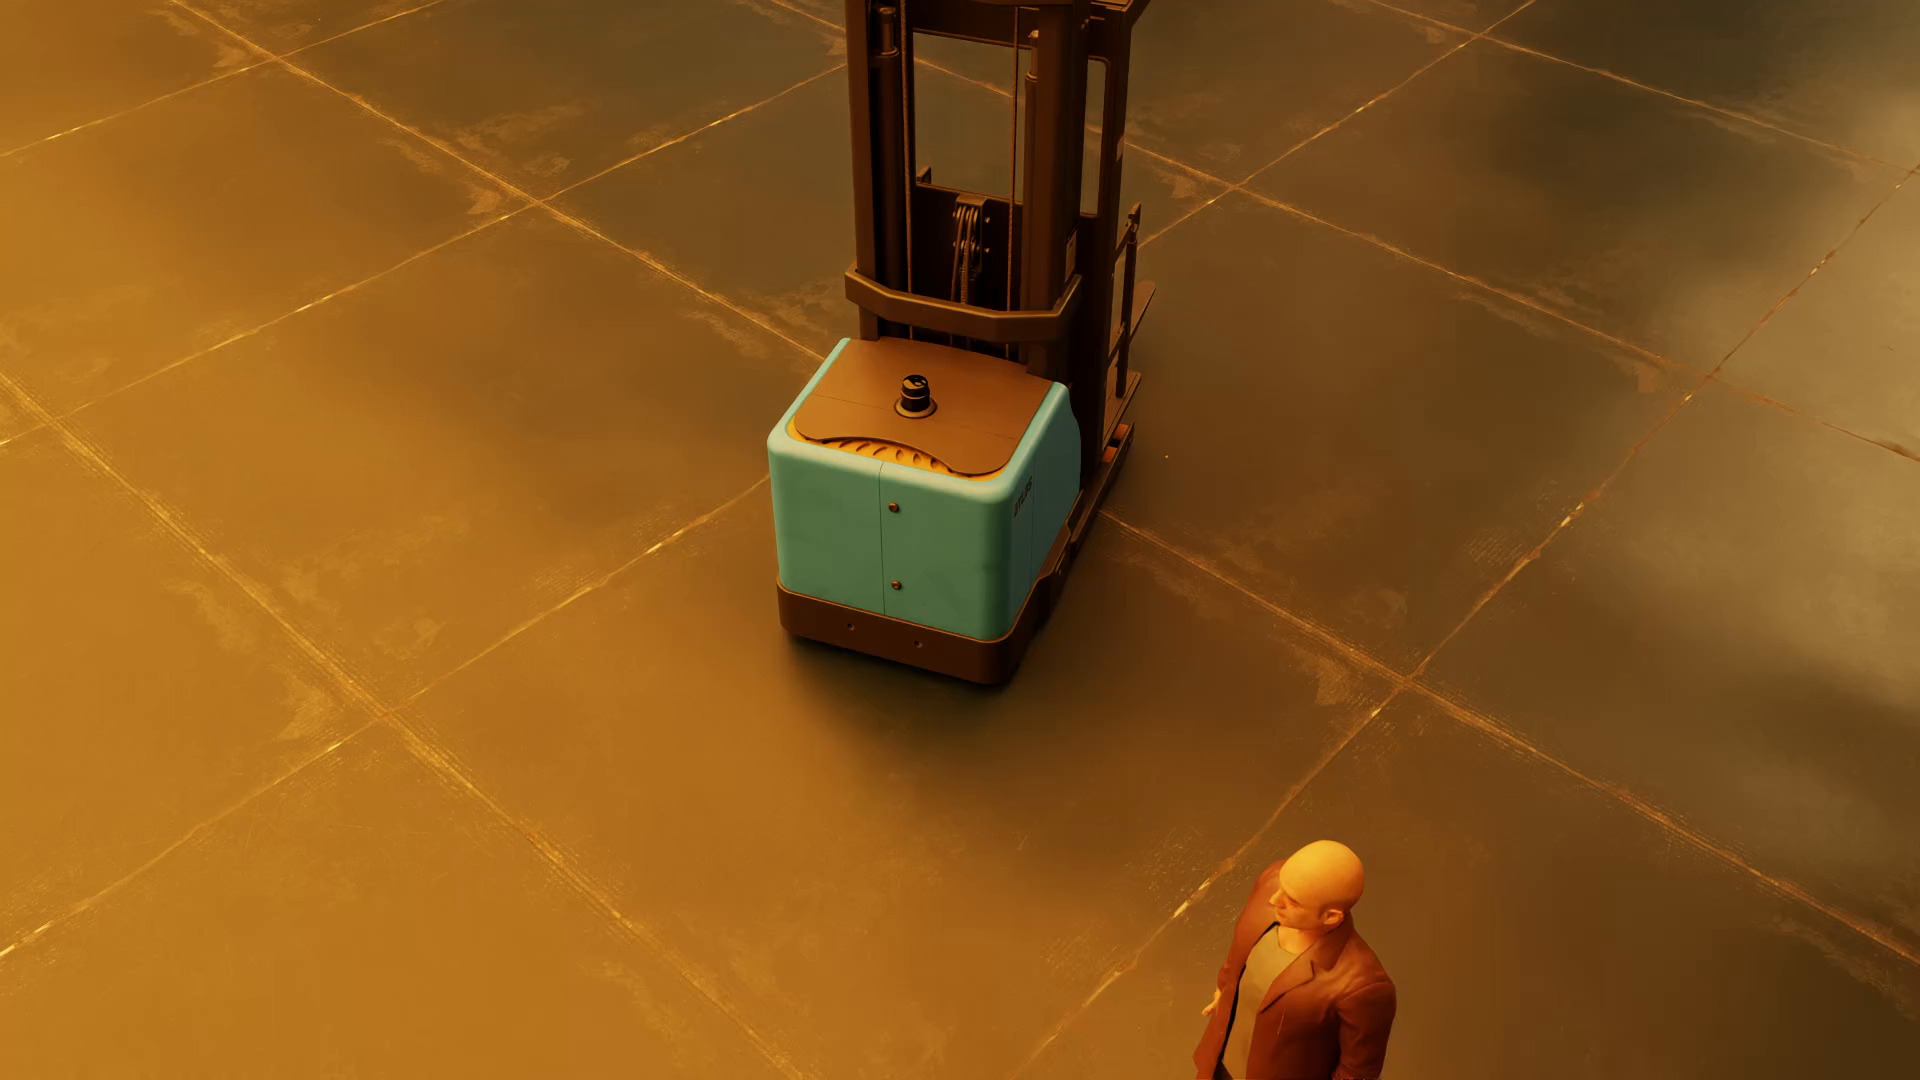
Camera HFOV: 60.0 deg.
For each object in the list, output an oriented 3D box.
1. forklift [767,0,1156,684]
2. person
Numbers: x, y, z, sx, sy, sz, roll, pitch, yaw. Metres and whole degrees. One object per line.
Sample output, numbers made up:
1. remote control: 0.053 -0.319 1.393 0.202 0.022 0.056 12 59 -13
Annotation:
1. forklift: 0.211 -1.484 7.158 1.130 2.935 3.031 14 42 15
2. person: 0.849 1.450 4.620 0.397 1.783 0.598 -17 43 -18
